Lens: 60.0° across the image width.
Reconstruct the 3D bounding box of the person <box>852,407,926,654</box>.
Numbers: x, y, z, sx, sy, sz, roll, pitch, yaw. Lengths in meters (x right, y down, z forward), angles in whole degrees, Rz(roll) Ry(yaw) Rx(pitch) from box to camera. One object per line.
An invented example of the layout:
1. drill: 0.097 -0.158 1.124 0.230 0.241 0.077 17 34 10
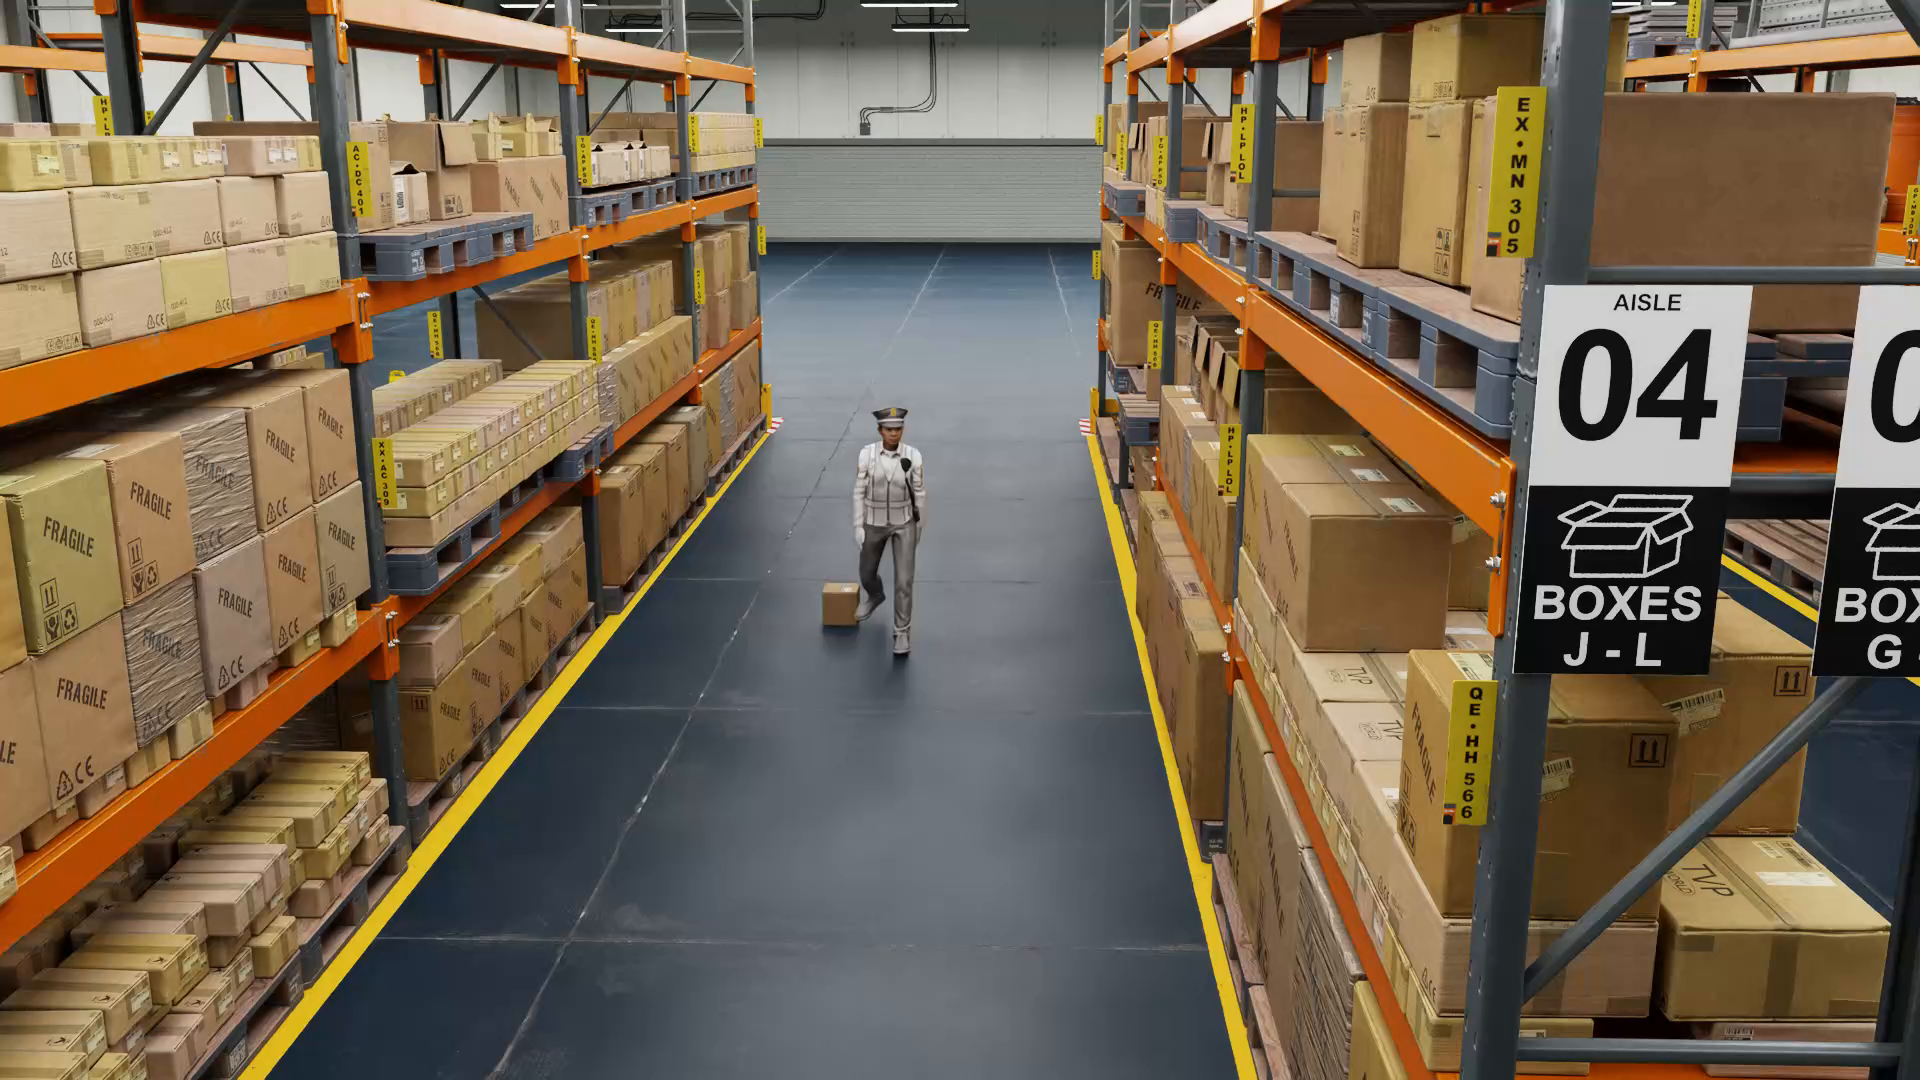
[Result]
1. person: -0.494 -0.120 11.372 0.527 1.666 0.784 0 14 1
